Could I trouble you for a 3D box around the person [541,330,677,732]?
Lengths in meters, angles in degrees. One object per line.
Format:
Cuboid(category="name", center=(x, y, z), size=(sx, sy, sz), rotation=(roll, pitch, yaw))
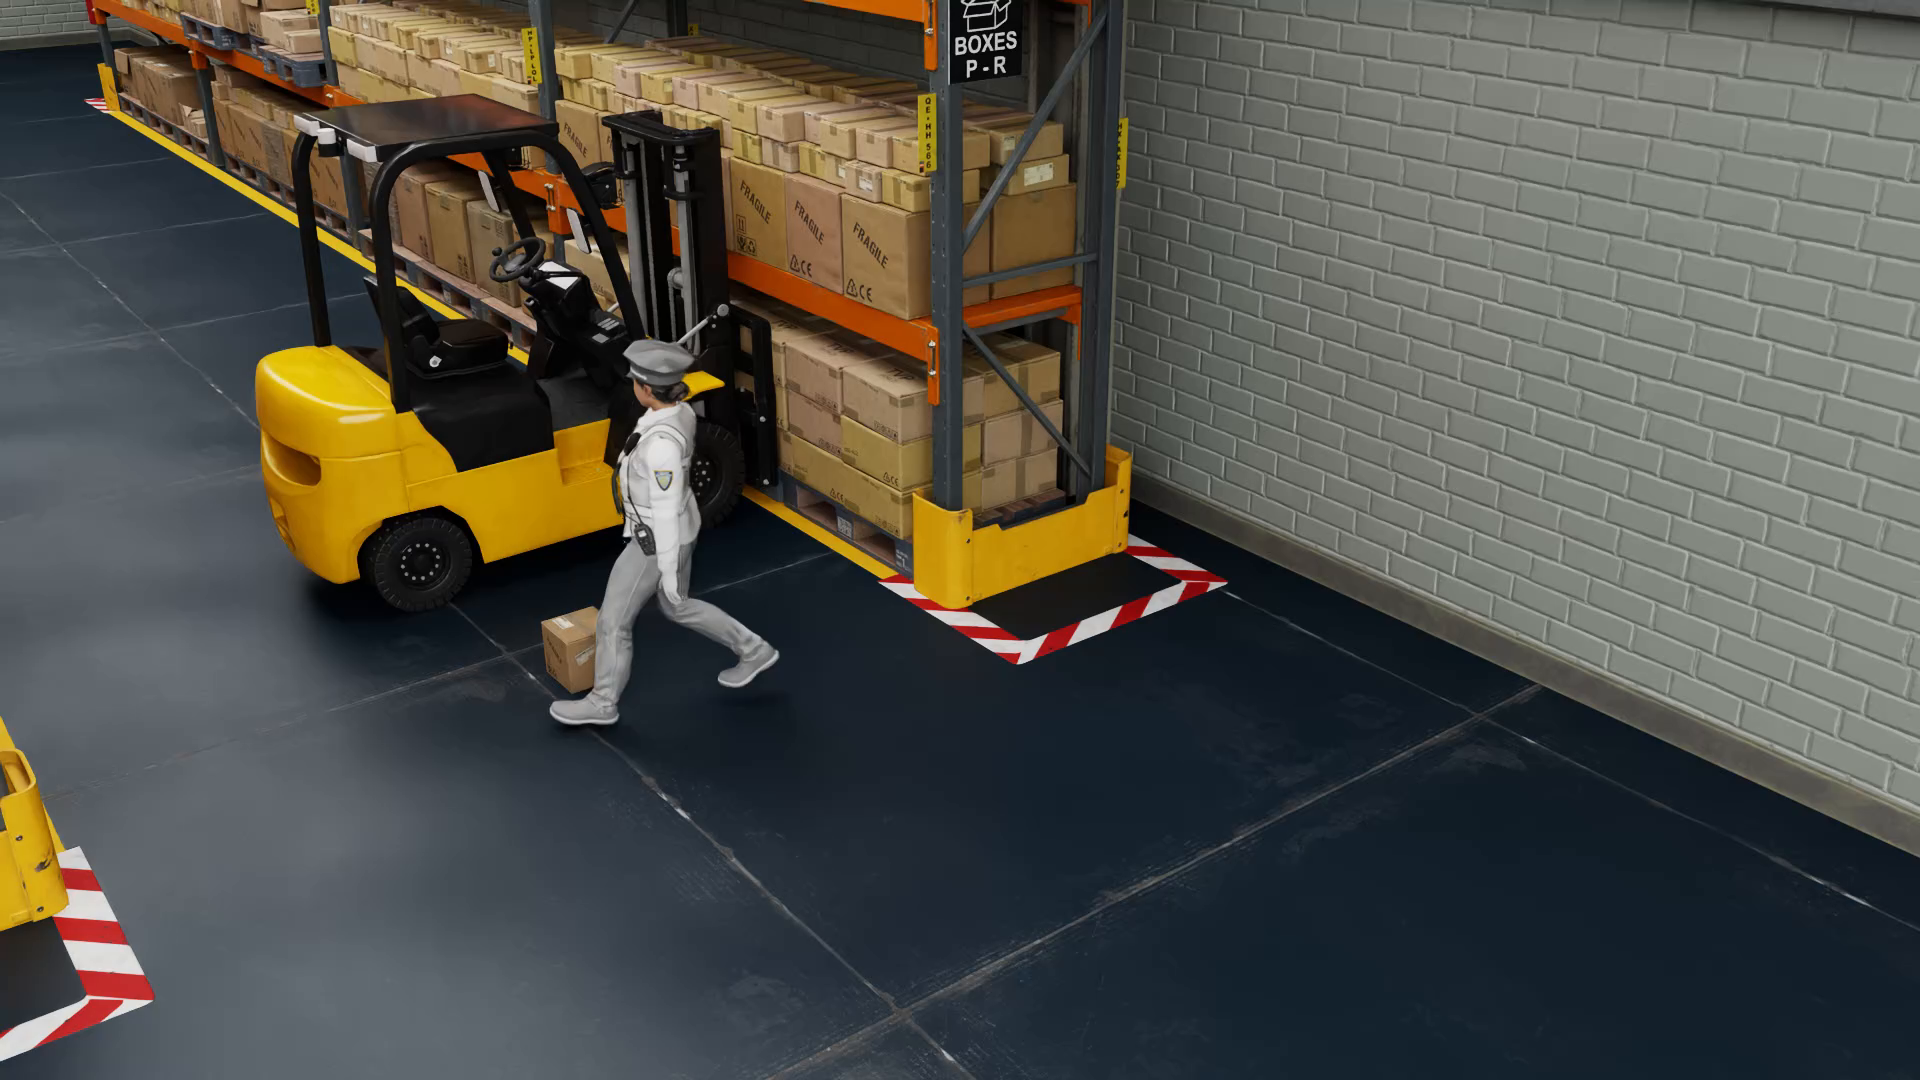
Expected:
Cuboid(category="person", center=(-1.395, -0.006, 6.608), size=(0.384, 1.696, 0.556), rotation=(20, 31, 36))
